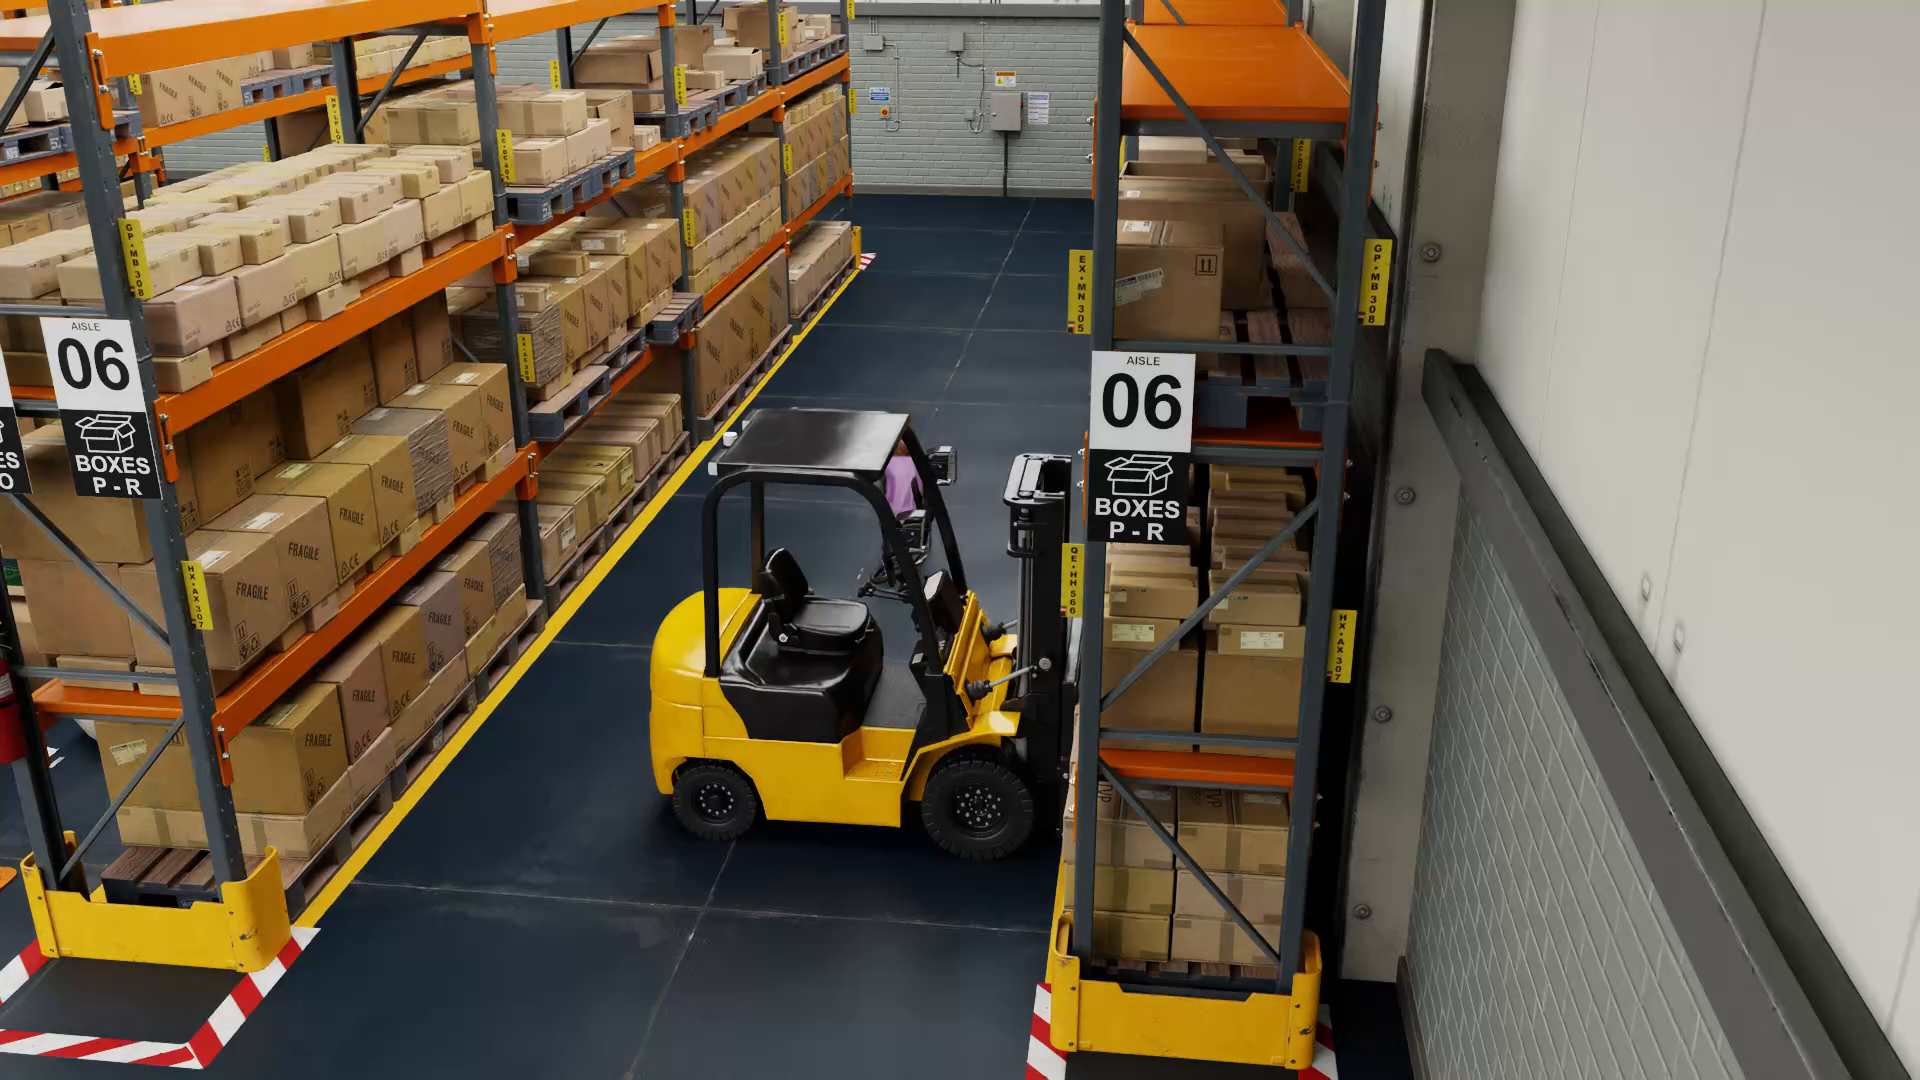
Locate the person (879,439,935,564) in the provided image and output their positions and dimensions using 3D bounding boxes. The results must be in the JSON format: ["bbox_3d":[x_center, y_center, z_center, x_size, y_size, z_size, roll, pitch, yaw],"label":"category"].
[{"bbox_3d":[-0.413,-0.312,12.862,0.451,0.895,0.807,2,22,6],"label":"person"}]
